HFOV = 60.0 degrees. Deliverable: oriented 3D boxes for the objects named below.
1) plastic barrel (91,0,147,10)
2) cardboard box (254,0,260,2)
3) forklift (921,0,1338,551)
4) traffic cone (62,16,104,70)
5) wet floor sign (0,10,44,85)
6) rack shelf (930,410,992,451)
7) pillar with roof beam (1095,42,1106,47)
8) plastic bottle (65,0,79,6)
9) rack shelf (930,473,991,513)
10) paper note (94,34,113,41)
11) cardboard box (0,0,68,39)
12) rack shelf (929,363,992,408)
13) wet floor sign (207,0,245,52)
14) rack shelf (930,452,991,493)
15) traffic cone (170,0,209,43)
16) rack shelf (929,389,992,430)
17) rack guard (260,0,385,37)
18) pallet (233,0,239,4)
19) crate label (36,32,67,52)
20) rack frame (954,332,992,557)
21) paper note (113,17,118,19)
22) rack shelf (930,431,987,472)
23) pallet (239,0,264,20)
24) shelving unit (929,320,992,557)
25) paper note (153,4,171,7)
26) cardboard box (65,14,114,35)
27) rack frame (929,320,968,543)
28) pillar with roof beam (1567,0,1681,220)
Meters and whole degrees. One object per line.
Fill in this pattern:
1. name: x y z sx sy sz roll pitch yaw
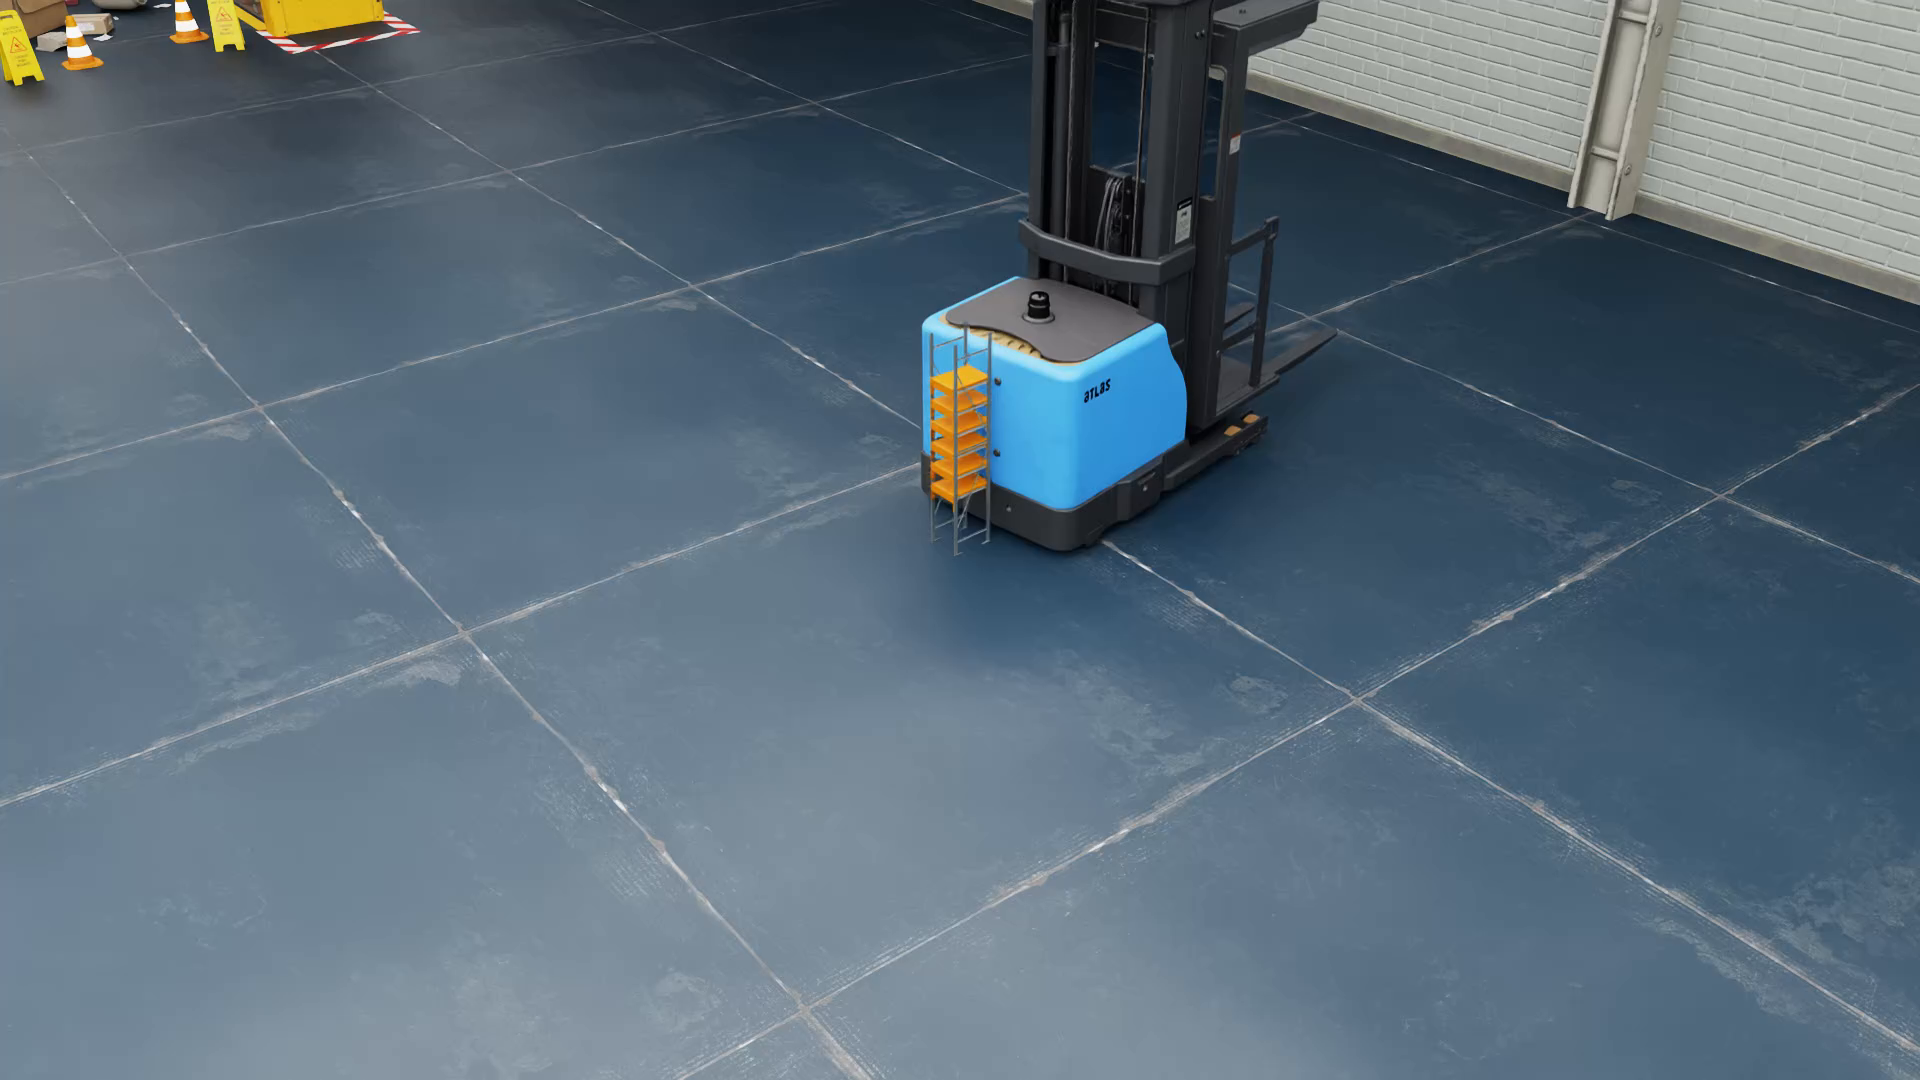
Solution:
1. plastic barrel: -9.065 -5.927 17.893 0.512 0.421 0.421 1 32 2
2. cardboard box: -7.326 -5.921 17.649 0.500 0.250 0.500 -22 38 -32
3. forklift: 1.135 -1.887 9.011 1.130 2.935 3.031 25 39 34
4. traffic cone: -8.554 -4.834 16.095 0.336 0.463 0.334 -22 38 -31
5. wet floor sign: -8.869 -4.636 15.602 0.232 0.644 0.267 26 40 35
6. rack shelf: 0.003 -0.564 8.378 0.258 0.103 0.180 -24 39 -33
7. pillar with roof beam: -2.121 -7.495 12.289 9.100 9.000 0.400 -22 38 -31
8. plastic bottle: -9.746 -5.925 18.232 0.133 0.061 0.283 -16 35 -23
9. rack shelf: 0.003 -0.259 8.568 0.258 0.103 0.180 -24 39 -33
10. paper note: -8.755 -5.140 16.996 0.142 0.019 0.148 18 36 27
11. cardboard box: -9.680 -5.503 17.134 0.637 0.503 0.797 6 32 10
12. rack shelf: 0.003 -0.768 8.251 0.258 0.103 0.180 -24 39 -33
13. wet floor sign: -7.332 -5.225 16.552 0.267 0.644 0.232 -10 33 -15
14. rack shelf: 0.003 -0.361 8.505 0.258 0.103 0.180 -24 39 -33
15. traffic cone: -7.886 -5.335 16.901 0.336 0.463 0.334 -22 38 -31
16. rack shelf: 0.003 -0.666 8.315 0.258 0.103 0.180 -24 39 -33
17. rack guard: -6.650 -5.621 17.326 1.175 0.500 0.348 -22 38 -31
18. pallet: -7.864 -6.356 18.784 1.003 0.211 1.213 -22 38 -31
19. crate label: -9.085 -5.003 16.676 0.298 0.136 0.250 12 34 19
20. rack frame: 0.062 -0.463 8.359 0.240 1.200 0.006 -24 39 -33
21. paper note: -8.972 -5.546 17.670 0.032 0.001 0.123 -22 38 -31
22. rack shelf: 0.003 -0.463 8.441 0.258 0.103 0.180 -24 39 -33
23. pallet: -7.120 -5.848 17.966 1.003 0.211 1.213 -22 38 -31
24. shelving unit: 0.003 -0.500 8.418 0.258 1.200 0.189 -24 39 -33
25. paper note: -8.671 -5.819 18.090 0.148 0.019 0.142 18 36 27
26. cardboard box: -9.002 -5.332 17.194 0.380 0.149 0.250 -4 32 -7
27. rack frame: -0.056 -0.537 8.477 0.240 1.200 0.006 -24 39 -33
28. pillar with roof beam: 1.559 -4.995 8.263 9.100 9.000 0.400 -22 38 -31
